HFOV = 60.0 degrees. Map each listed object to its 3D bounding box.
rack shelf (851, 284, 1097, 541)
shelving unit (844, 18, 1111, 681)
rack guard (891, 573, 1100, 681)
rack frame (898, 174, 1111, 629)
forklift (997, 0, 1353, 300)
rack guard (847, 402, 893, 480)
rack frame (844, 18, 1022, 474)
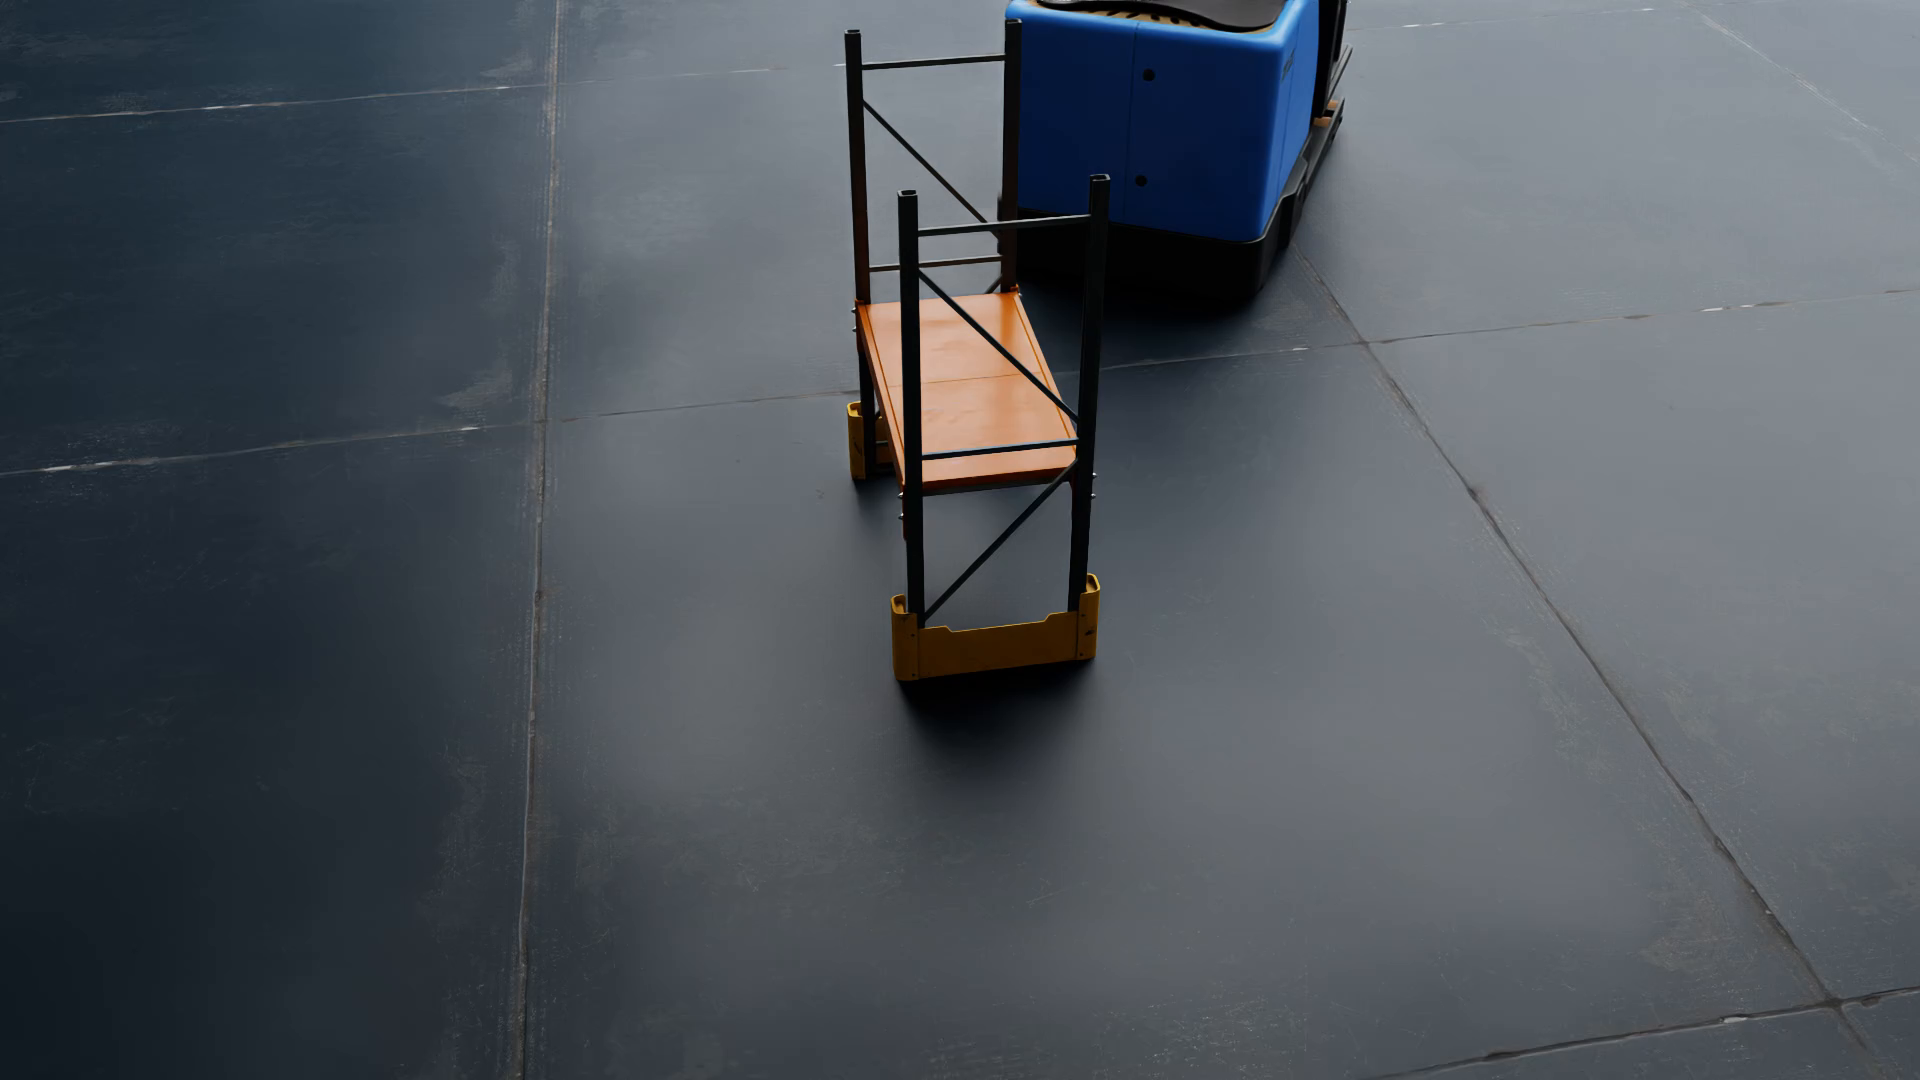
[{"bbox_3d":[0.015,-0.399,4.834,0.538,0.185,1.000,-6,38,-8],"label":"rack shelf"},{"bbox_3d":[0.013,-0.546,4.731,0.587,1.500,1.083,-6,38,-8],"label":"shelving unit"},{"bbox_3d":[0.101,0.248,4.727,0.587,0.250,0.087,-6,38,-8],"label":"rack guard"},{"bbox_3d":[0.104,-0.234,4.328,0.500,1.500,0.032,-6,38,-8],"label":"rack frame"},{"bbox_3d":[1.121,-2.972,6.687,1.130,2.935,3.031,12,40,15],"label":"forklift"},{"bbox_3d":[-0.074,-0.353,5.501,0.587,0.250,0.087,-6,38,-8],"label":"rack guard"},{"bbox_3d":[-0.074,-0.848,5.119,0.500,1.500,0.032,-6,38,-8],"label":"rack frame"}]
